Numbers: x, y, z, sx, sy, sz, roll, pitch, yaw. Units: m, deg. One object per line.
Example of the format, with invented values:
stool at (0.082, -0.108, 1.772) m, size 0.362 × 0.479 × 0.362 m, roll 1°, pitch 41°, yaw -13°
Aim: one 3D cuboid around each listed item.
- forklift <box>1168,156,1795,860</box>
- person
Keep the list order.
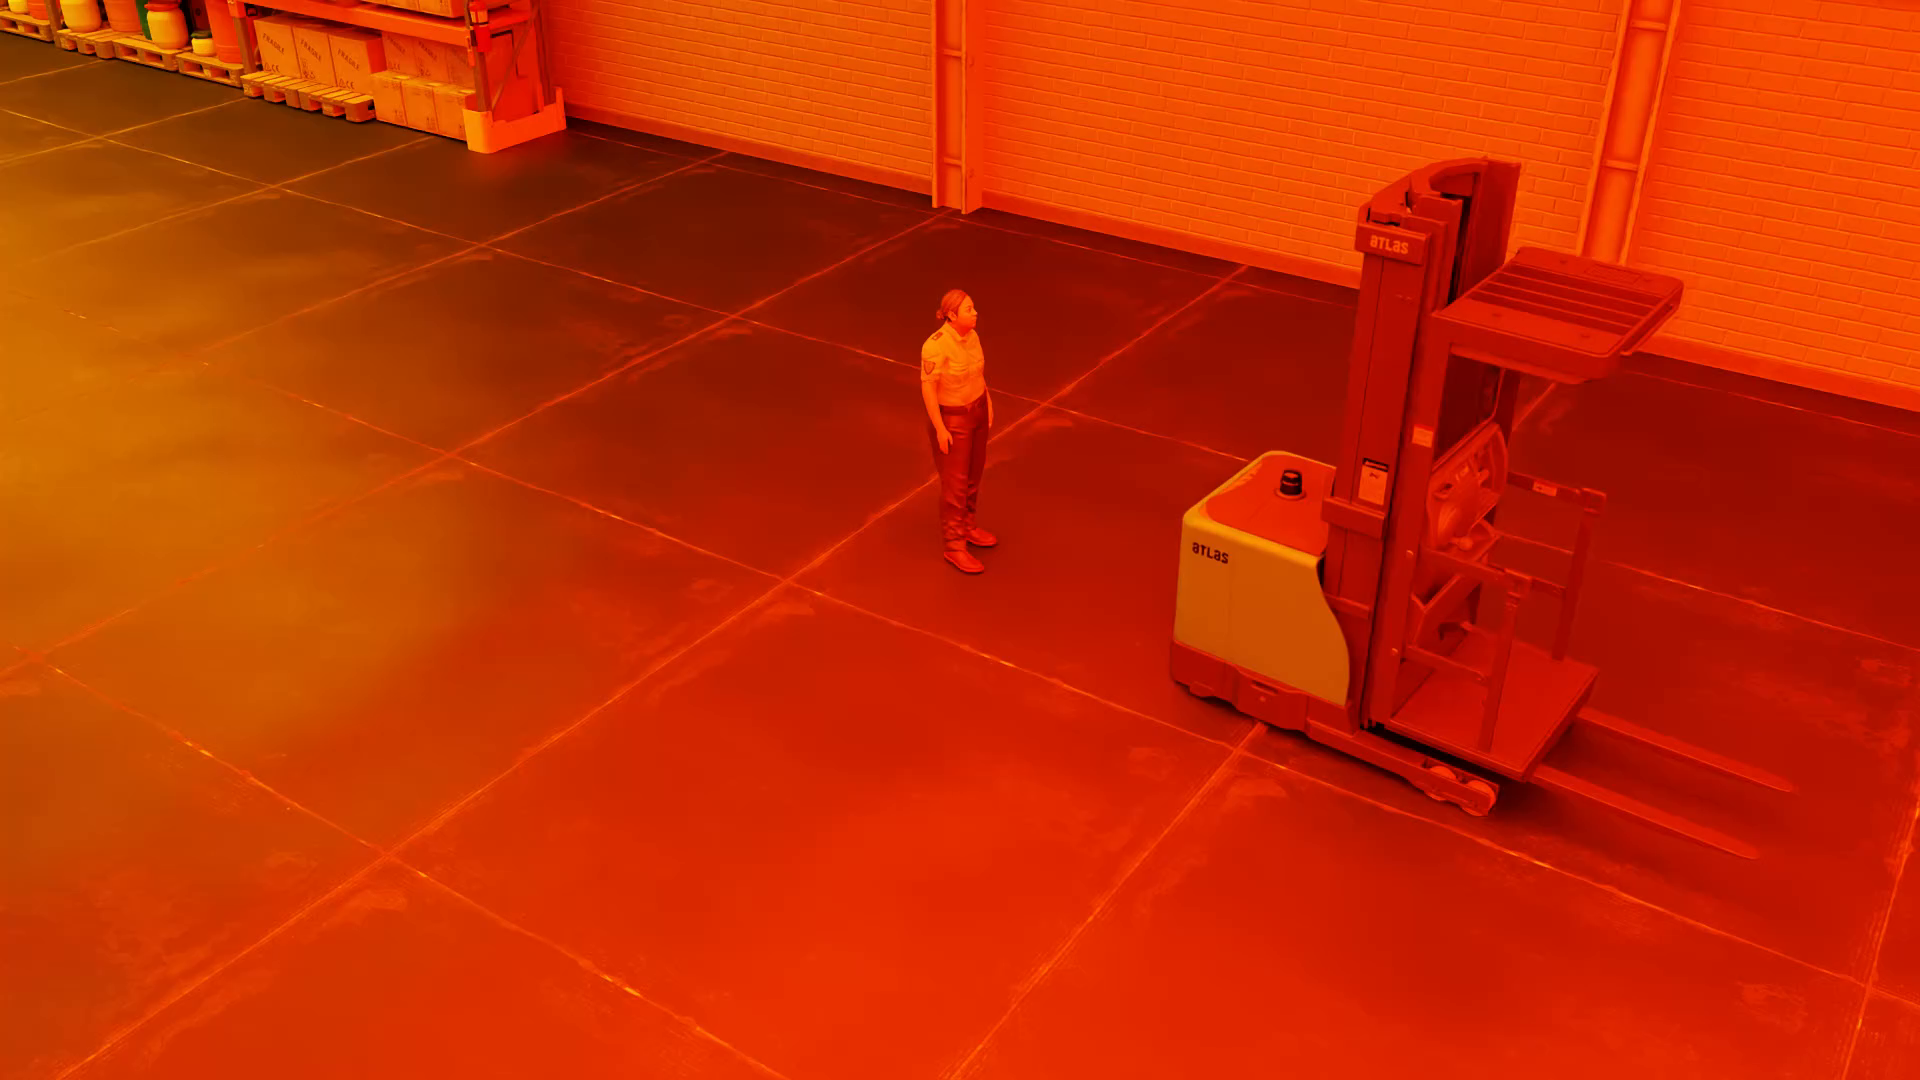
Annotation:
forklift at (2.619, -0.217, 7.956) m, size 3.031 × 2.935 × 1.130 m, roll 21°, pitch 36°, yaw 32°
person at (0.062, -0.678, 10.026) m, size 0.502 × 1.638 × 0.598 m, roll 19°, pitch 35°, yaw 29°
